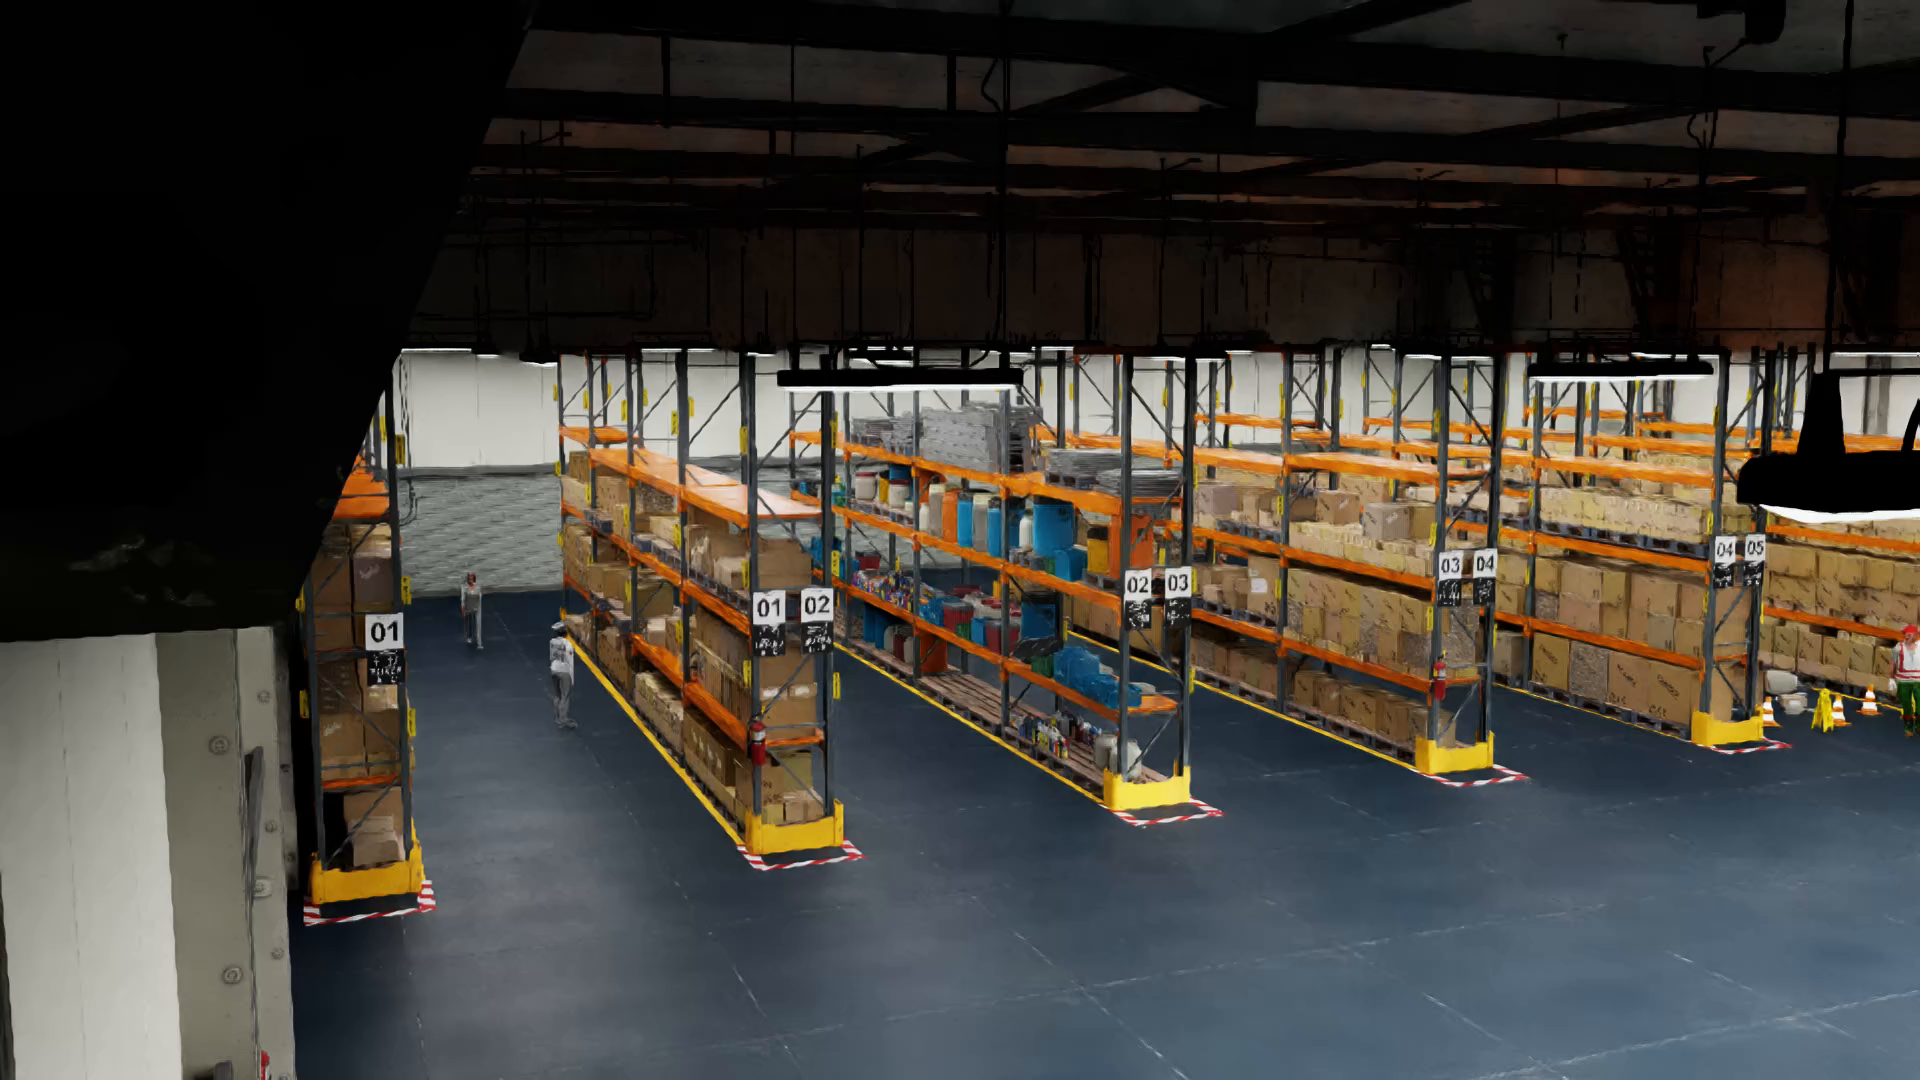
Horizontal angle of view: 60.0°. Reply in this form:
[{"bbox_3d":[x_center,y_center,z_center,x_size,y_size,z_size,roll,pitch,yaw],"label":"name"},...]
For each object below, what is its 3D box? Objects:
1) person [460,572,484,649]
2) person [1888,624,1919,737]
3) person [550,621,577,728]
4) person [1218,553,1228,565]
[{"bbox_3d":[-9.707,1.373,33.045,0.417,1.517,1.037,-3,8,-19],"label":"person"},{"bbox_3d":[14.710,2.178,25.689,0.640,1.775,0.481,4,8,30],"label":"person"},{"bbox_3d":[-6.304,2.130,26.500,0.537,1.677,0.415,6,9,37],"label":"person"},{"bbox_3d":[5.368,1.128,34.198,0.576,1.709,0.626,1,7,7],"label":"person"}]
